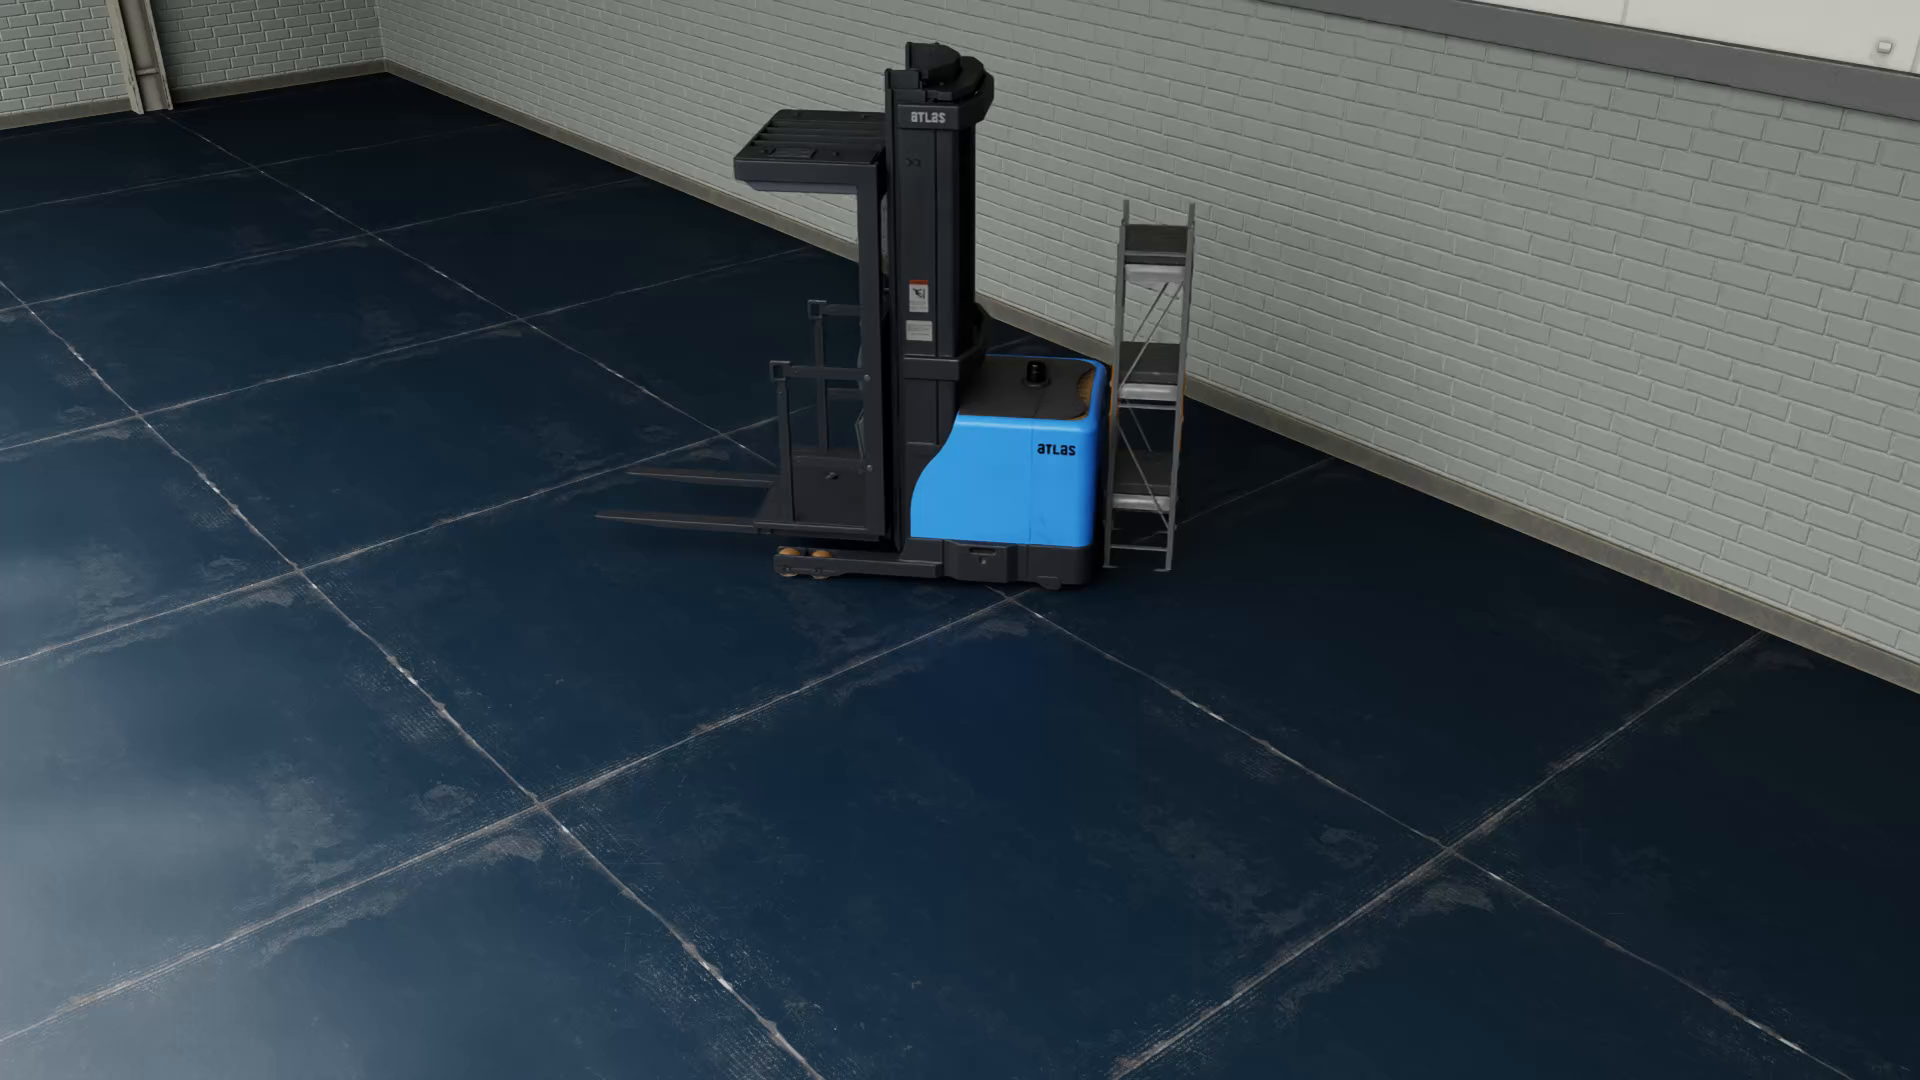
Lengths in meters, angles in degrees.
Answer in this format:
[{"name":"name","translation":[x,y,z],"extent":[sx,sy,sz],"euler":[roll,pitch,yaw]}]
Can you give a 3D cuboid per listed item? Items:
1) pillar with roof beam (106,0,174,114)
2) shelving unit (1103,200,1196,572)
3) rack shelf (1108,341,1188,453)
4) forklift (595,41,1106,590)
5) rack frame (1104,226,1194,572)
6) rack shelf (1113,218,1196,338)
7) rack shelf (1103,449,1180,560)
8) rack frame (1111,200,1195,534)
[{"name":"pillar with roof beam","translation":[-6.863,-7.578,14.882],"extent":[0.400,9.000,9.100],"euler":[-22,35,-35]},{"name":"shelving unit","translation":[1.090,-0.866,9.642],"extent":[0.431,2.100,0.503],"euler":[4,28,7]},{"name":"rack shelf","translation":[1.090,-0.854,9.648],"extent":[0.431,0.518,0.480],"euler":[4,28,7]},{"name":"forklift","translation":[-0.666,-1.303,9.579],"extent":[3.031,2.935,1.130],"euler":[4,28,7]},{"name":"rack frame","translation":[1.058,-0.752,9.429],"extent":[0.400,2.100,0.015],"euler":[4,28,7]},{"name":"rack shelf","translation":[1.090,-1.471,9.318],"extent":[0.431,0.518,0.480],"euler":[4,28,7]},{"name":"rack shelf","translation":[1.090,-0.236,9.978],"extent":[0.431,0.518,0.480],"euler":[4,28,7]},{"name":"rack frame","translation":[1.123,-0.980,9.855],"extent":[0.400,2.100,0.015],"euler":[4,28,7]}]
